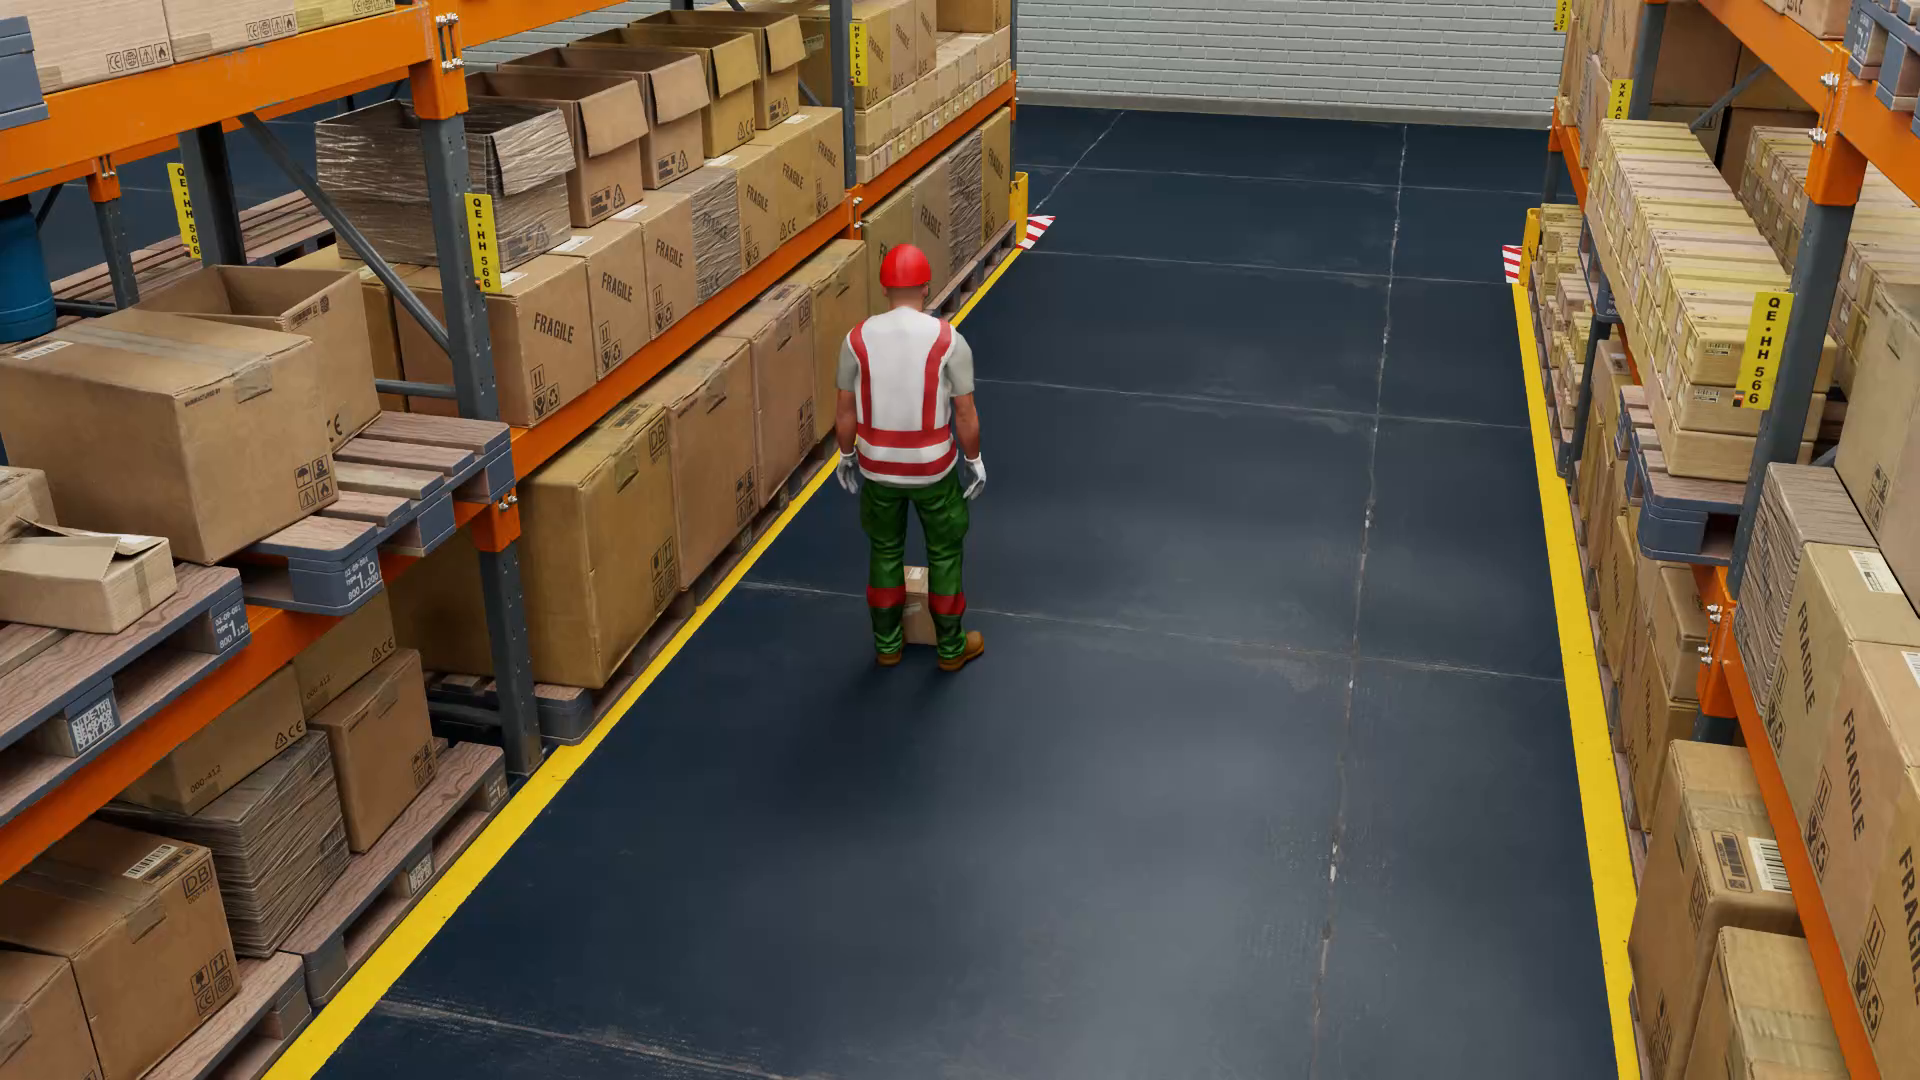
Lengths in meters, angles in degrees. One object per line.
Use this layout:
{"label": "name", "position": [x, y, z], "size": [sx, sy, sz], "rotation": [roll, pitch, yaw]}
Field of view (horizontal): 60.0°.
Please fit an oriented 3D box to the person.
{"label": "person", "position": [-0.202, -0.311, 6.755], "size": [0.619, 1.779, 0.449], "rotation": [5, 26, 10]}
